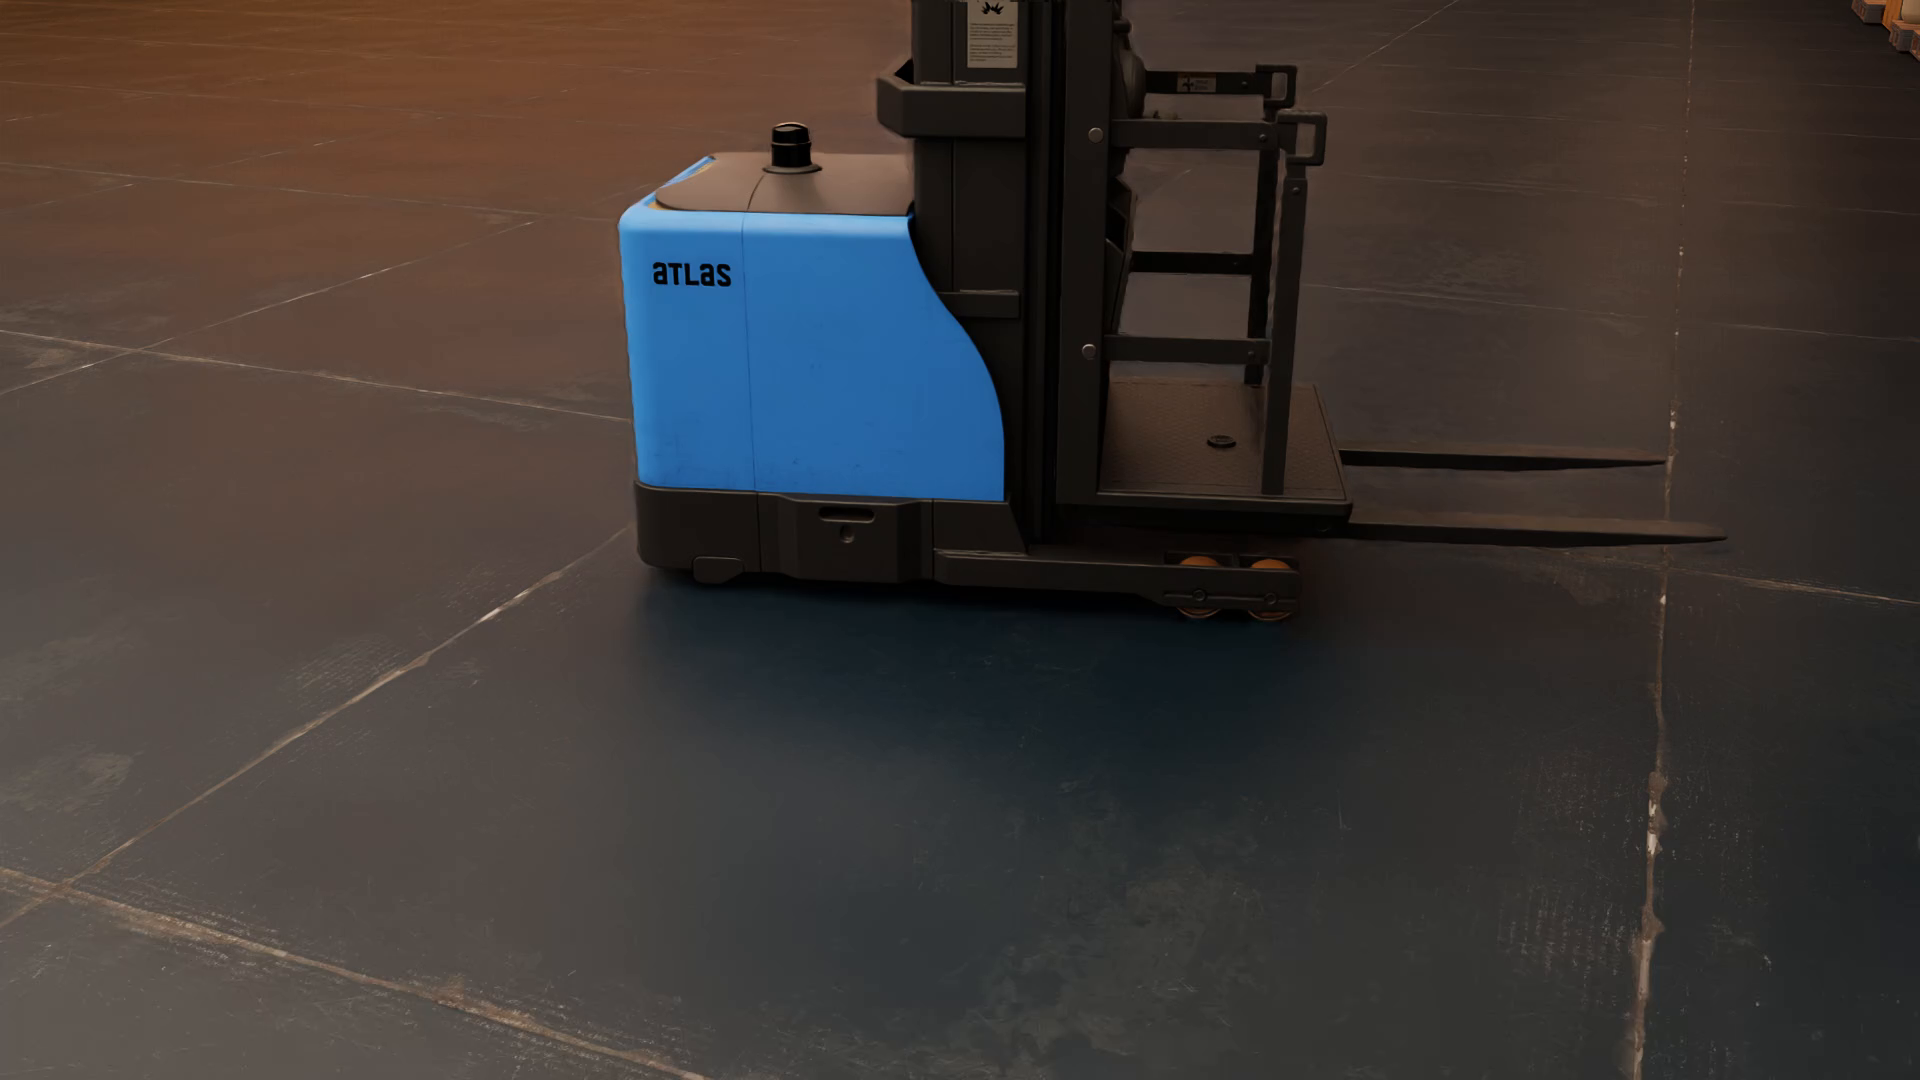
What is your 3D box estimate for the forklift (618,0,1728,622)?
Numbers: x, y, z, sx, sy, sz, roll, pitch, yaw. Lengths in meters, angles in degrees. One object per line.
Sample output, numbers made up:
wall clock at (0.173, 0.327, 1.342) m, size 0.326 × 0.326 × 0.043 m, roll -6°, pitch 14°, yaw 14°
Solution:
forklift at (0.627, -1.346, 4.512) m, size 3.031 × 2.935 × 1.130 m, roll 2°, pitch 23°, yaw 6°
